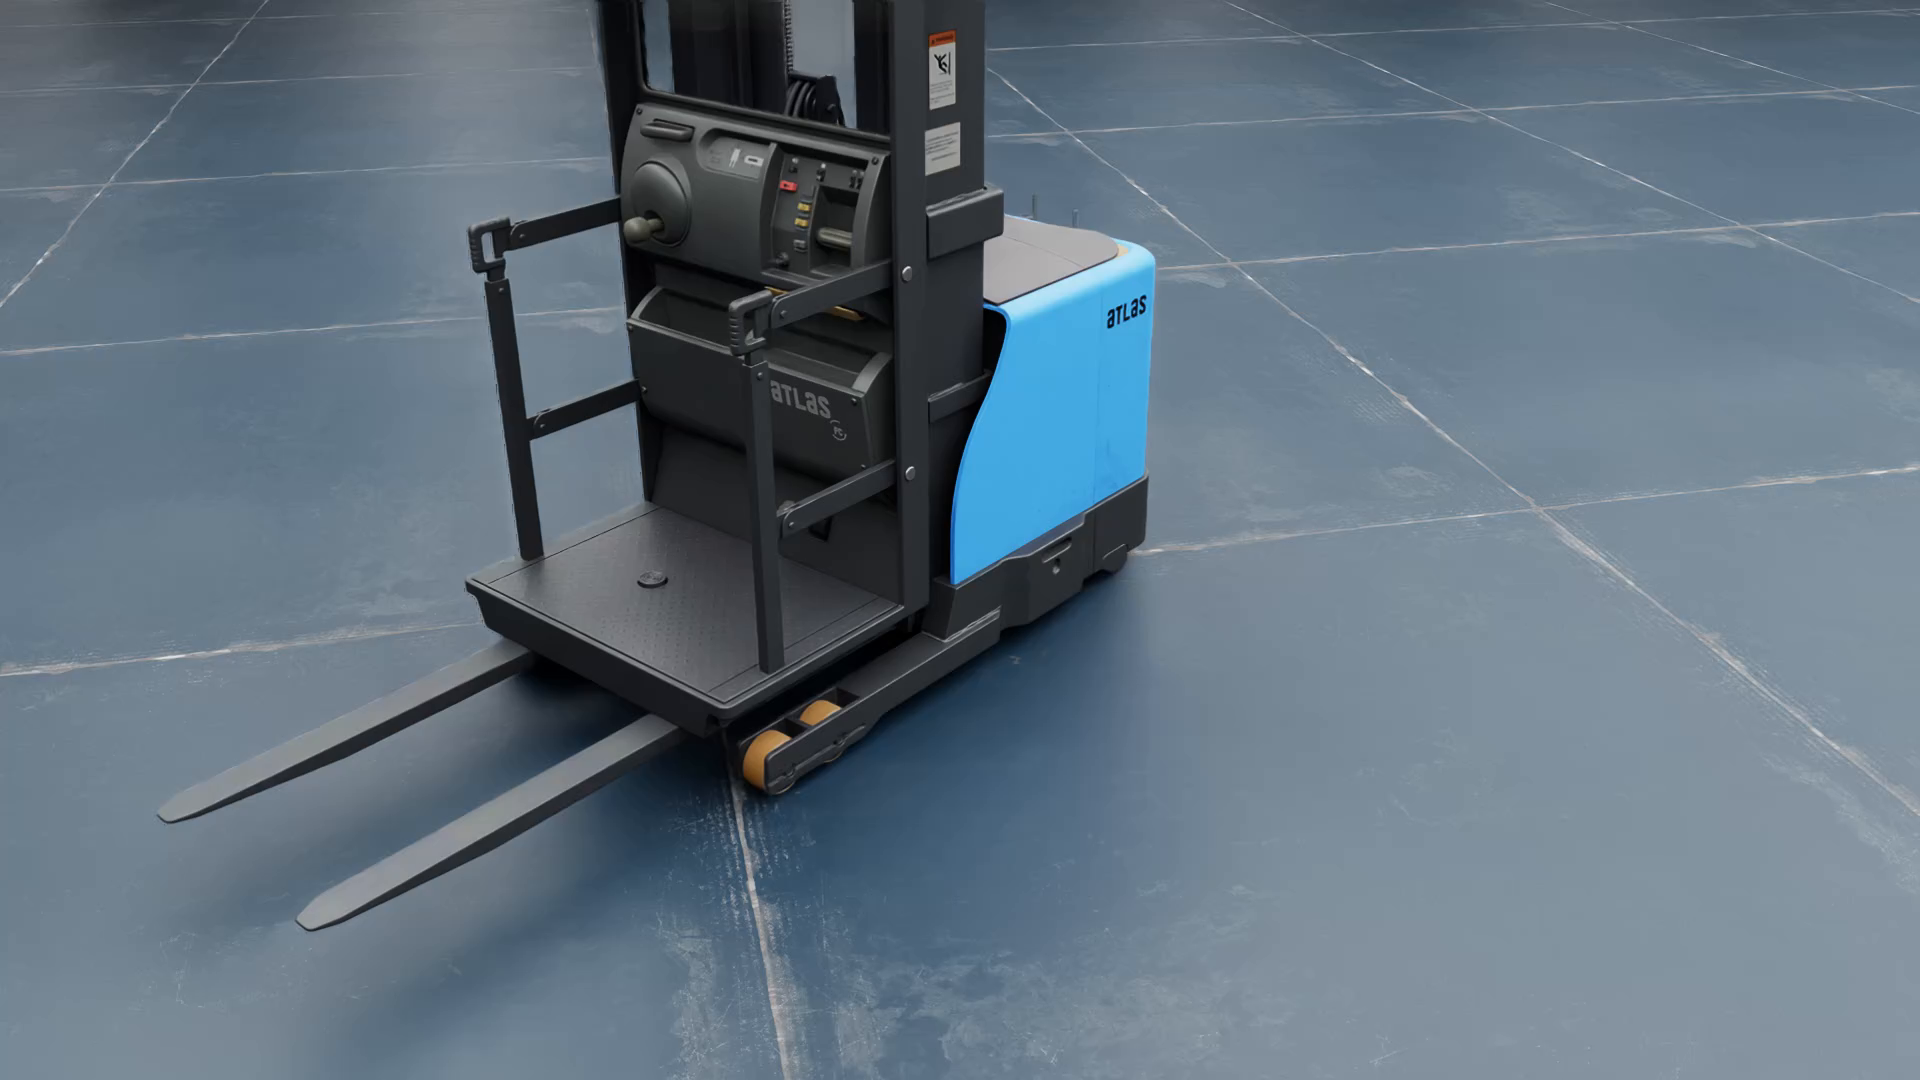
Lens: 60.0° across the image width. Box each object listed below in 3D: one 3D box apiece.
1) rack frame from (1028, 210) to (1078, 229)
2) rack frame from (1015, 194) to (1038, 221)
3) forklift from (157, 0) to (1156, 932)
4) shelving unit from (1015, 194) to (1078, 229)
[{"bbox_3d":[0.313,-0.626,5.825,0.200,1.050,0.008,-15,31,-28],"label":"rack frame"},{"bbox_3d":[0.185,-0.720,6.010,0.200,1.050,0.008,-15,31,-28],"label":"rack frame"},{"bbox_3d":[-0.699,-0.889,4.258,1.130,2.935,3.031,20,33,35],"label":"forklift"},{"bbox_3d":[0.249,-0.673,5.918,0.215,1.050,0.252,-15,31,-28],"label":"shelving unit"}]
